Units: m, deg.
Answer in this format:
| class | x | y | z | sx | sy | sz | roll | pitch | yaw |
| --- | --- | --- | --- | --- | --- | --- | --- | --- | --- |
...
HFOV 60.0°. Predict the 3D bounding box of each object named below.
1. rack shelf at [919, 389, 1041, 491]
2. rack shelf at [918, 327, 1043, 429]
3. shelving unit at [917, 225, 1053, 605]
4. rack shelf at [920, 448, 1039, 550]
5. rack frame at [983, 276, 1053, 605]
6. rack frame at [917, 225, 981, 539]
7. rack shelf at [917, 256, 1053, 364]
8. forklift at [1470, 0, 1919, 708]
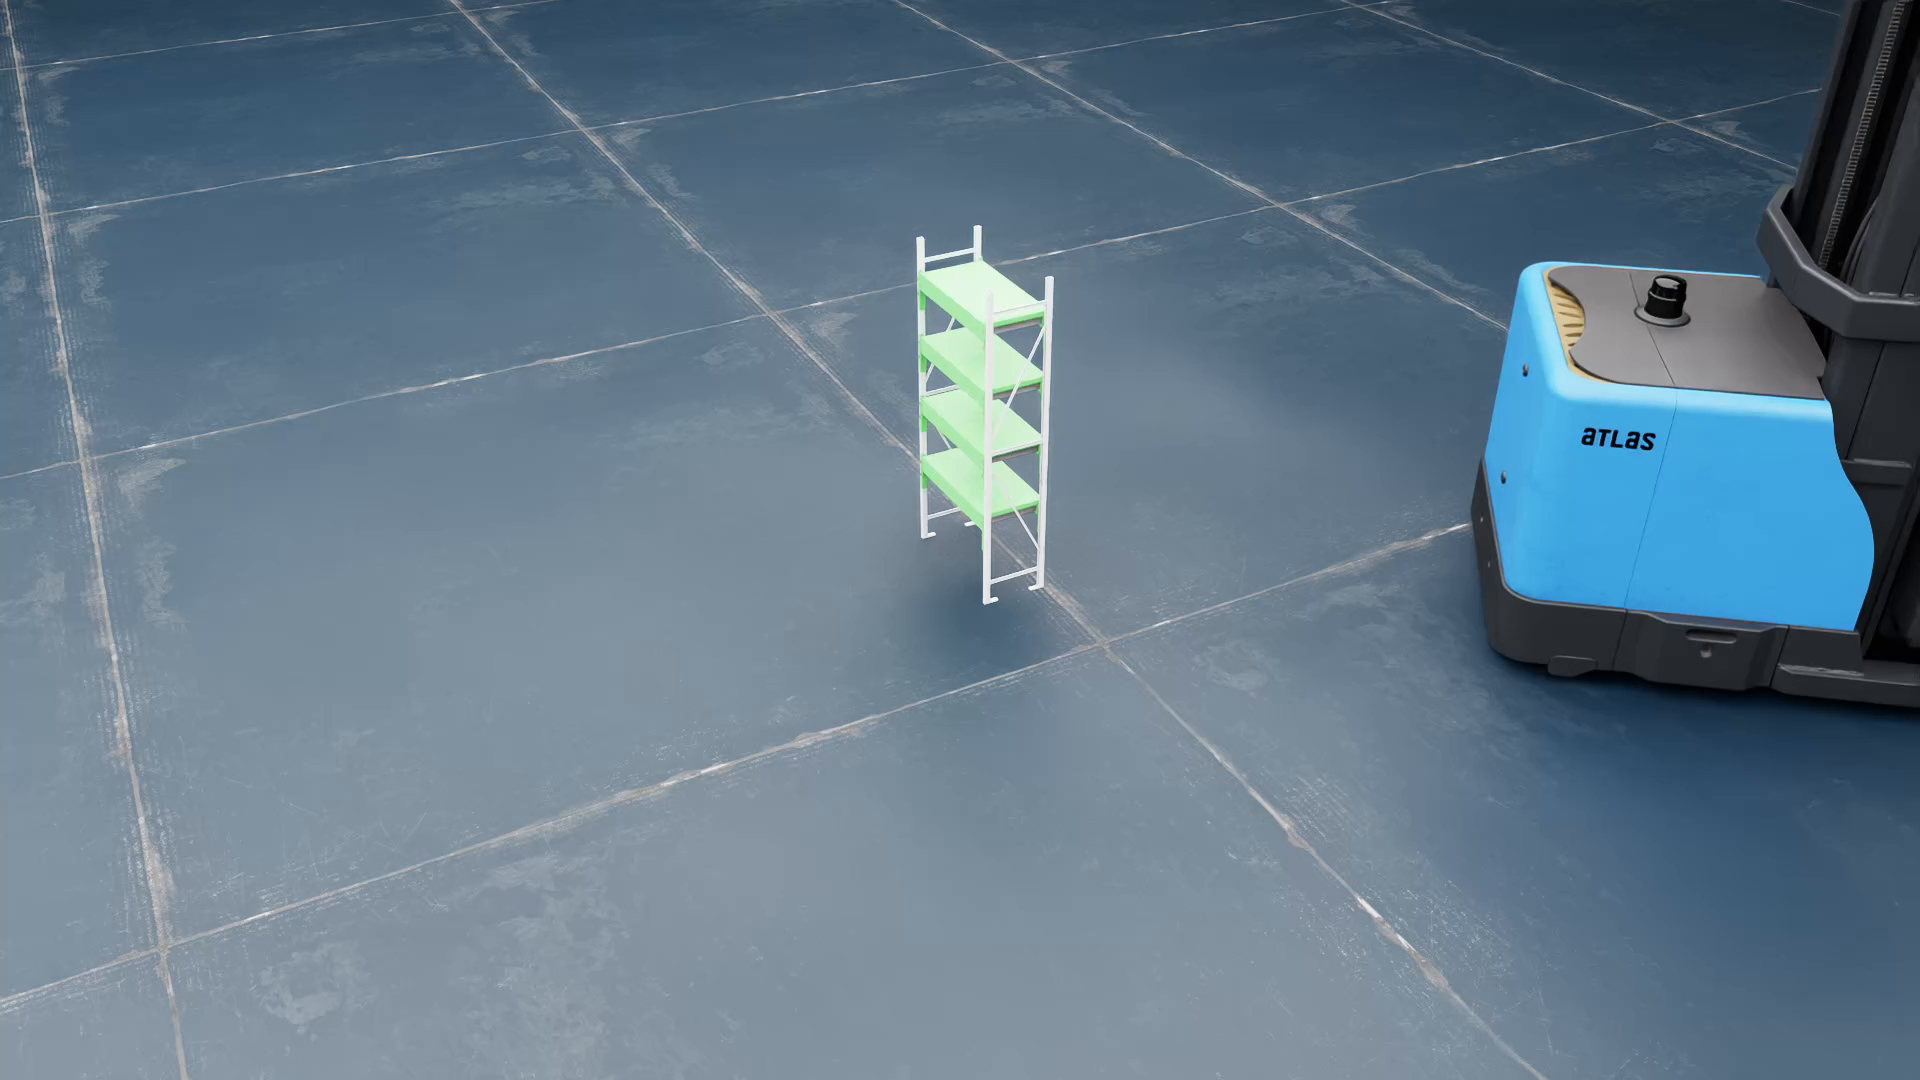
| class | x | y | z | sx | sy | sz | roll | pitch | yaw |
| --- | --- | --- | --- | --- | --- | --- | --- | --- | --- |
| rack shelf | 0.077 | -0.372 | 5.837 | 0.258 | 0.148 | 0.480 | -16 | 36 | -23 |
| rack shelf | 0.077 | -0.574 | 5.708 | 0.258 | 0.148 | 0.480 | -16 | 36 | -23 |
| shelving unit | 0.077 | -0.426 | 5.803 | 0.258 | 1.200 | 0.503 | -16 | 36 | -23 |
| rack shelf | 0.077 | -0.170 | 5.967 | 0.258 | 0.148 | 0.480 | -16 | 36 | -23 |
| rack frame | 0.191 | -0.310 | 5.621 | 0.240 | 1.200 | 0.015 | -16 | 36 | -23 |
| rack frame | -0.037 | -0.543 | 5.985 | 0.240 | 1.200 | 0.015 | -16 | 36 | -23 |
| rack shelf | 0.077 | -0.777 | 5.579 | 0.258 | 0.148 | 0.480 | -16 | 36 | -23 |
| forklift | 3.345 | -0.913 | 4.958 | 3.031 | 2.935 | 1.130 | 6 | 33 | 9 |
